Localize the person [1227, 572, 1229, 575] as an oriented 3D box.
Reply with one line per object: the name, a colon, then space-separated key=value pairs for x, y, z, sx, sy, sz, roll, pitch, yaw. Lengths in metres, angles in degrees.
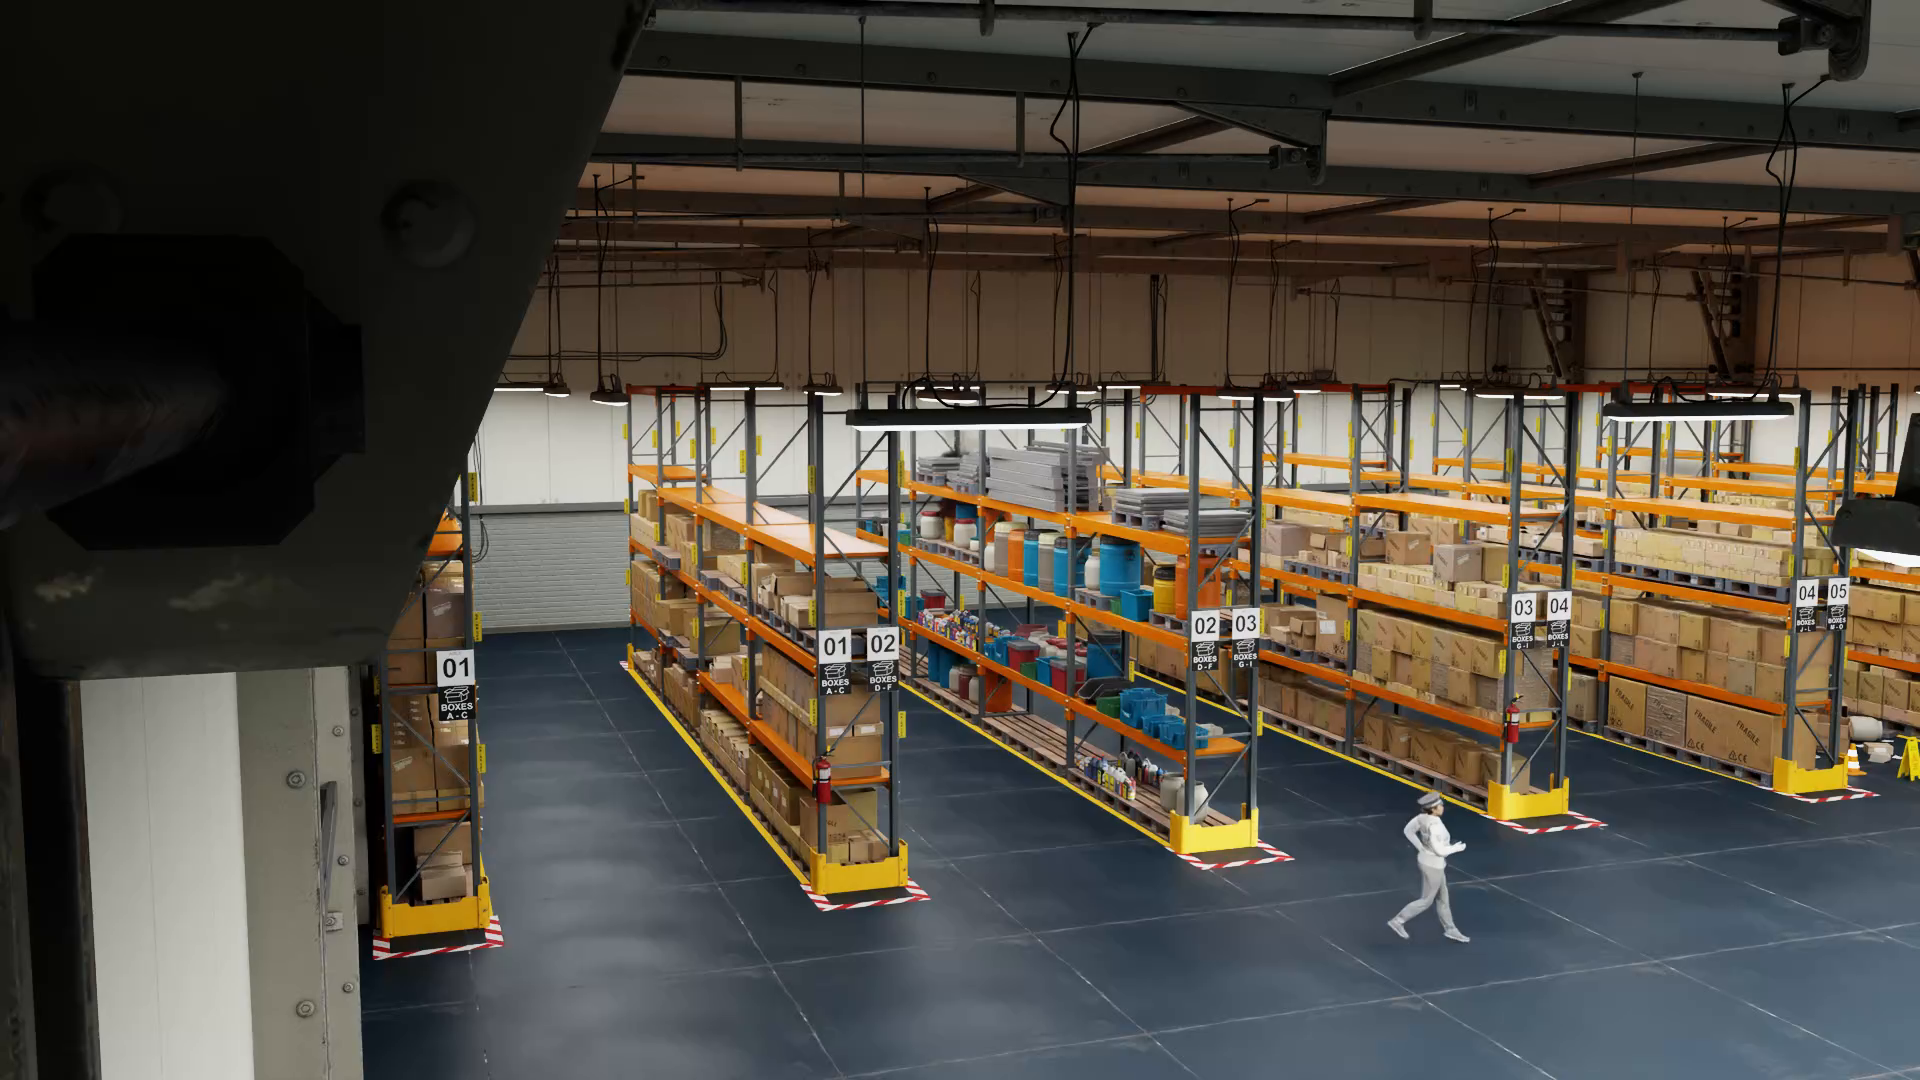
person: x=6.235 y=1.538 z=38.526 sx=0.592 sy=1.710 sz=0.842 roll=-1 pitch=6 yaw=-9

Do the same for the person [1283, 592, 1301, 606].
person: x=8.233 y=1.239 z=41.129 sx=0.559 sy=1.707 sz=0.723 roll=3 pitch=7 yaw=26

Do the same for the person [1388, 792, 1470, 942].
person: x=5.158 y=3.588 z=18.211 sx=0.920 sy=1.701 sz=0.612 roll=0 pitch=6 yaw=2
